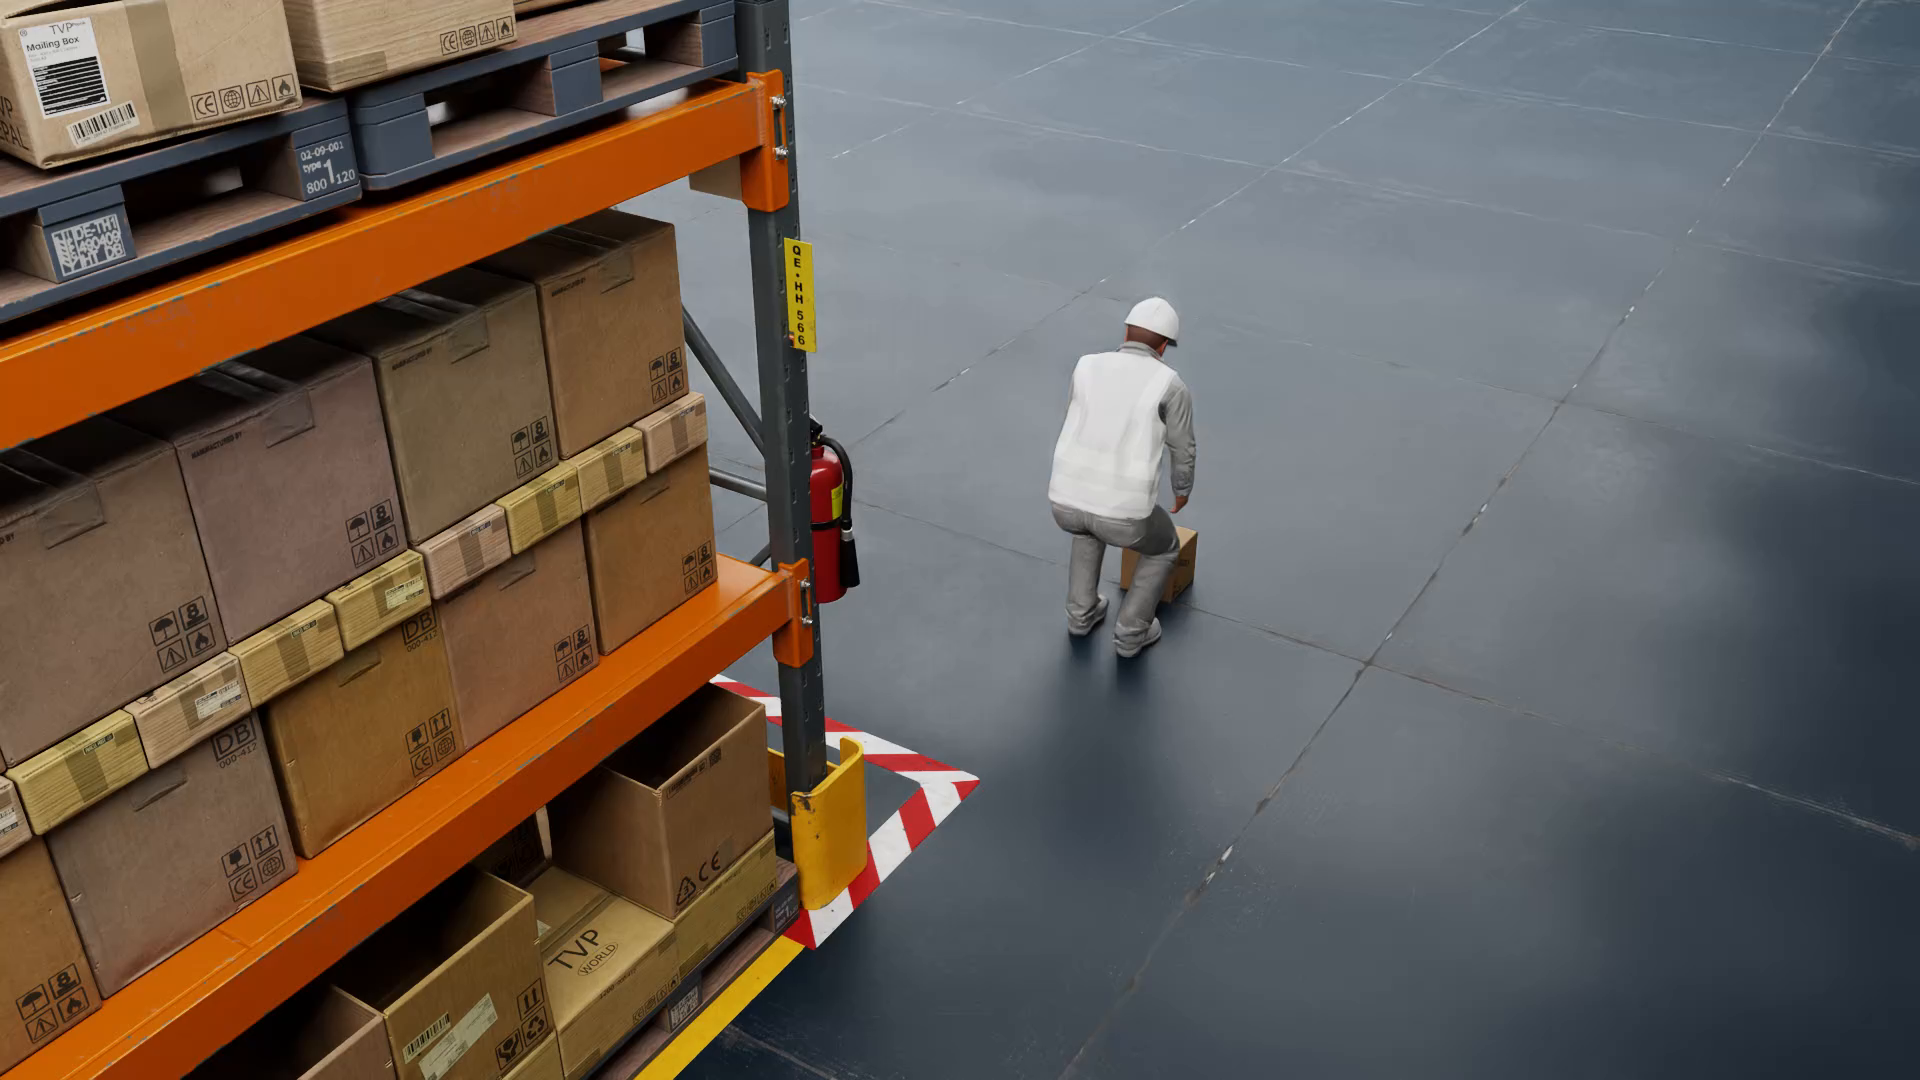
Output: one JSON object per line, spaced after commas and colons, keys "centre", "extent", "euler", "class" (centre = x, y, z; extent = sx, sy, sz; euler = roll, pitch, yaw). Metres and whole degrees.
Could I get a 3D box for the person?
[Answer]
{"centre": [0.654, -0.237, 6.895], "extent": [0.590, 1.390, 0.785], "euler": [18, 35, 27], "class": "person"}
